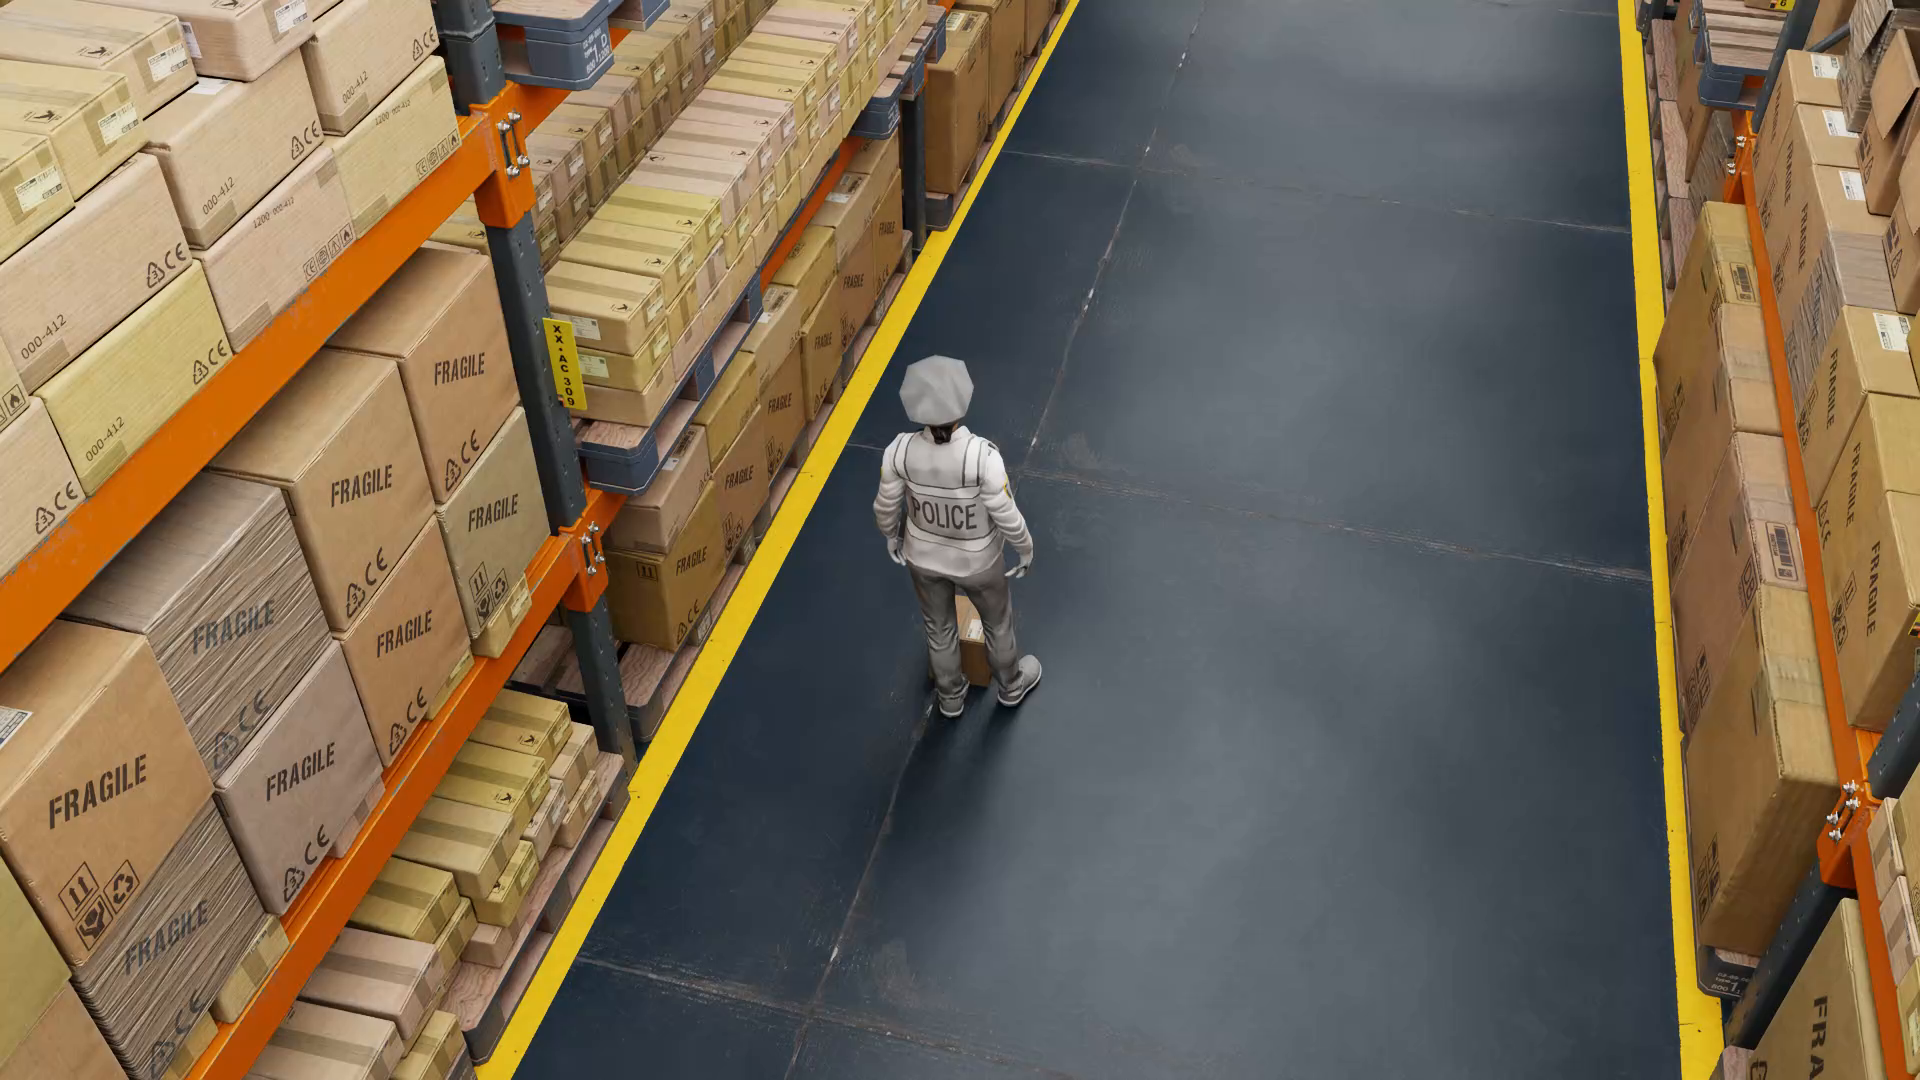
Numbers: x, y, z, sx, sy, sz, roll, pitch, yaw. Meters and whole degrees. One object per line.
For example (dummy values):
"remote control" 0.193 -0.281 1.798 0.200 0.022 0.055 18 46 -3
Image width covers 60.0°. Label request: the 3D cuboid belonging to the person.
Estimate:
"person" -0.002 -0.006 6.126 0.586 1.694 0.532 10 42 11
